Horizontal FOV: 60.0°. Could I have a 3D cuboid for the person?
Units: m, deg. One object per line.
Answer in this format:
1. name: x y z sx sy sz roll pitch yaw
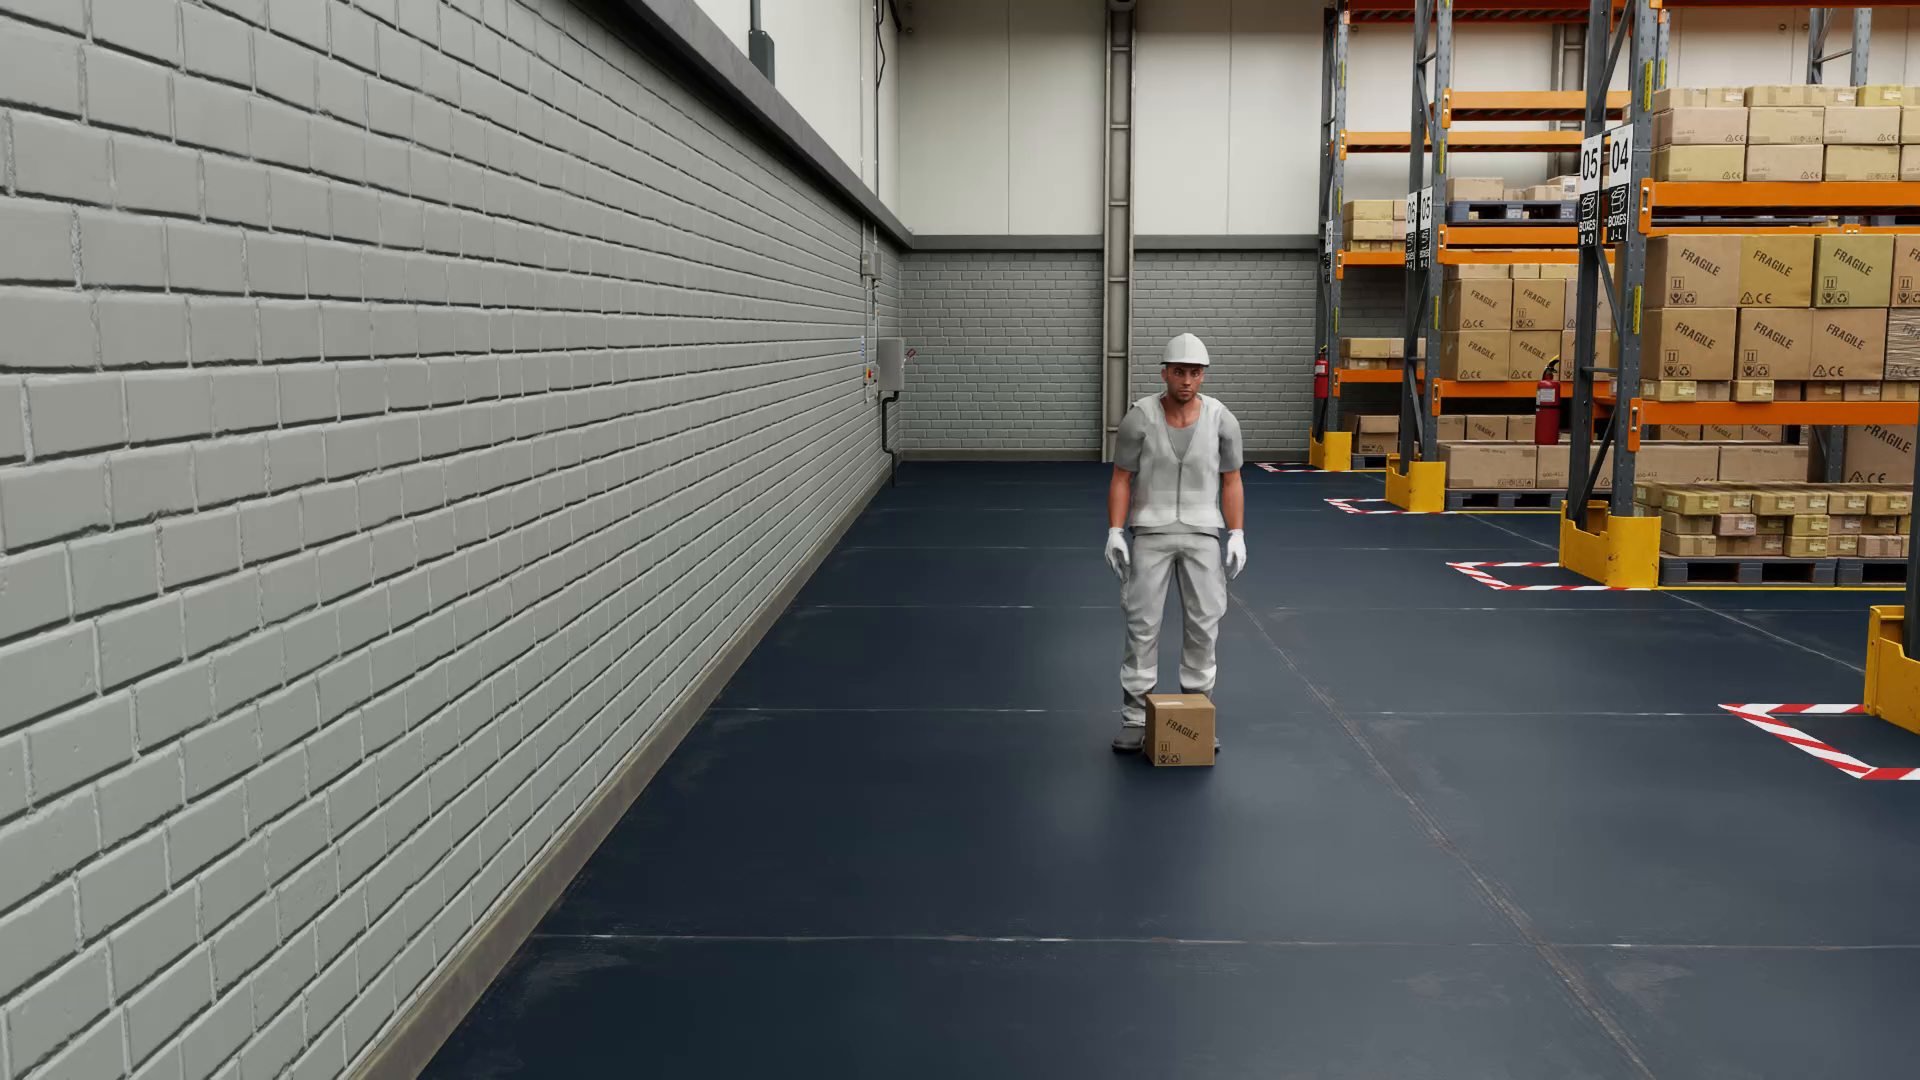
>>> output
1. person: 0.922 0.011 7.117 0.609 1.779 0.449 0 7 2
